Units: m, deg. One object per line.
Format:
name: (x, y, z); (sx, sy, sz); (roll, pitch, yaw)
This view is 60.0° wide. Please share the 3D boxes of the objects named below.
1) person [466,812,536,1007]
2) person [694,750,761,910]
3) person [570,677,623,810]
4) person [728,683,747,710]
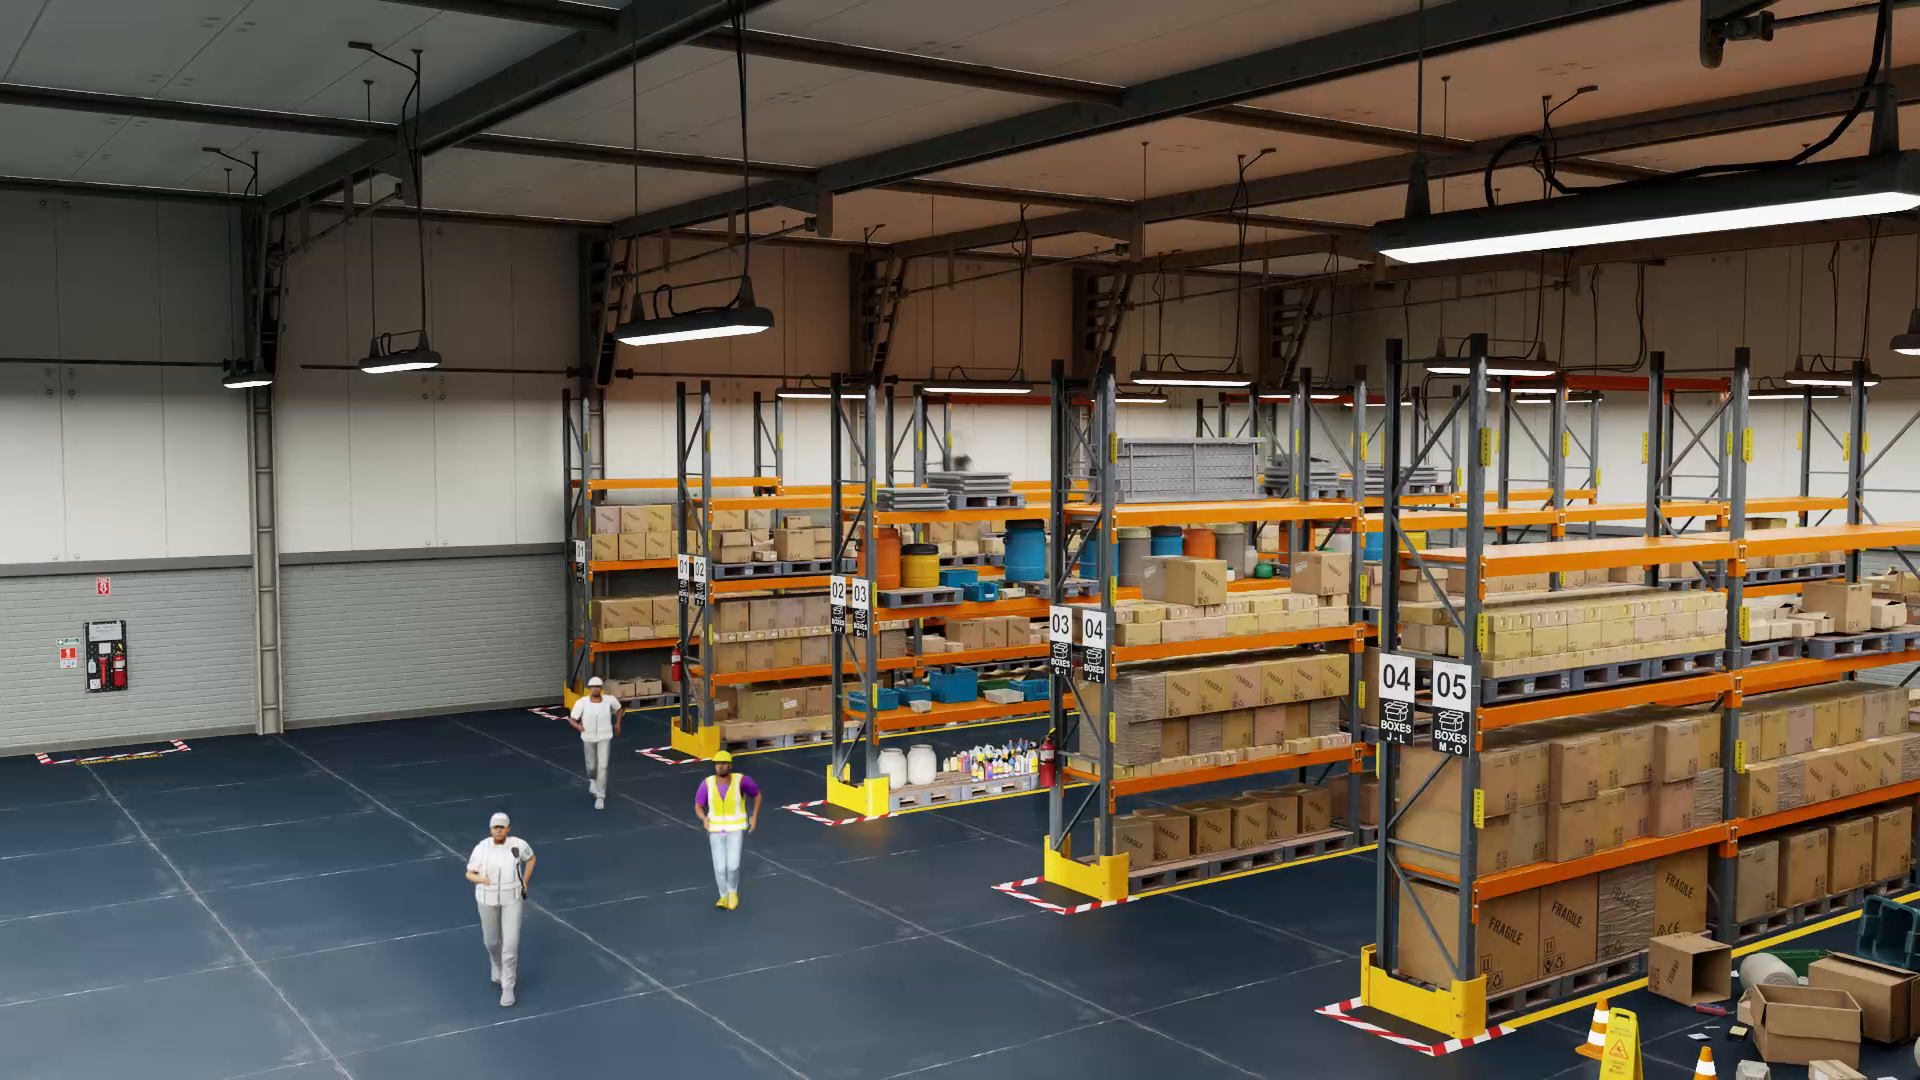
person: (-4.213, 3.327, 15.261); (0.608, 1.665, 0.880); (-1, 4, -11)
person: (-2.527, 3.136, 17.963); (0.702, 1.725, 0.617); (0, 4, 2)
person: (-5.065, 2.789, 23.183); (0.715, 1.784, 0.952); (-1, 4, -11)
person: (-3.856, 2.478, 29.187); (0.609, 1.619, 0.563); (-3, 5, -38)
